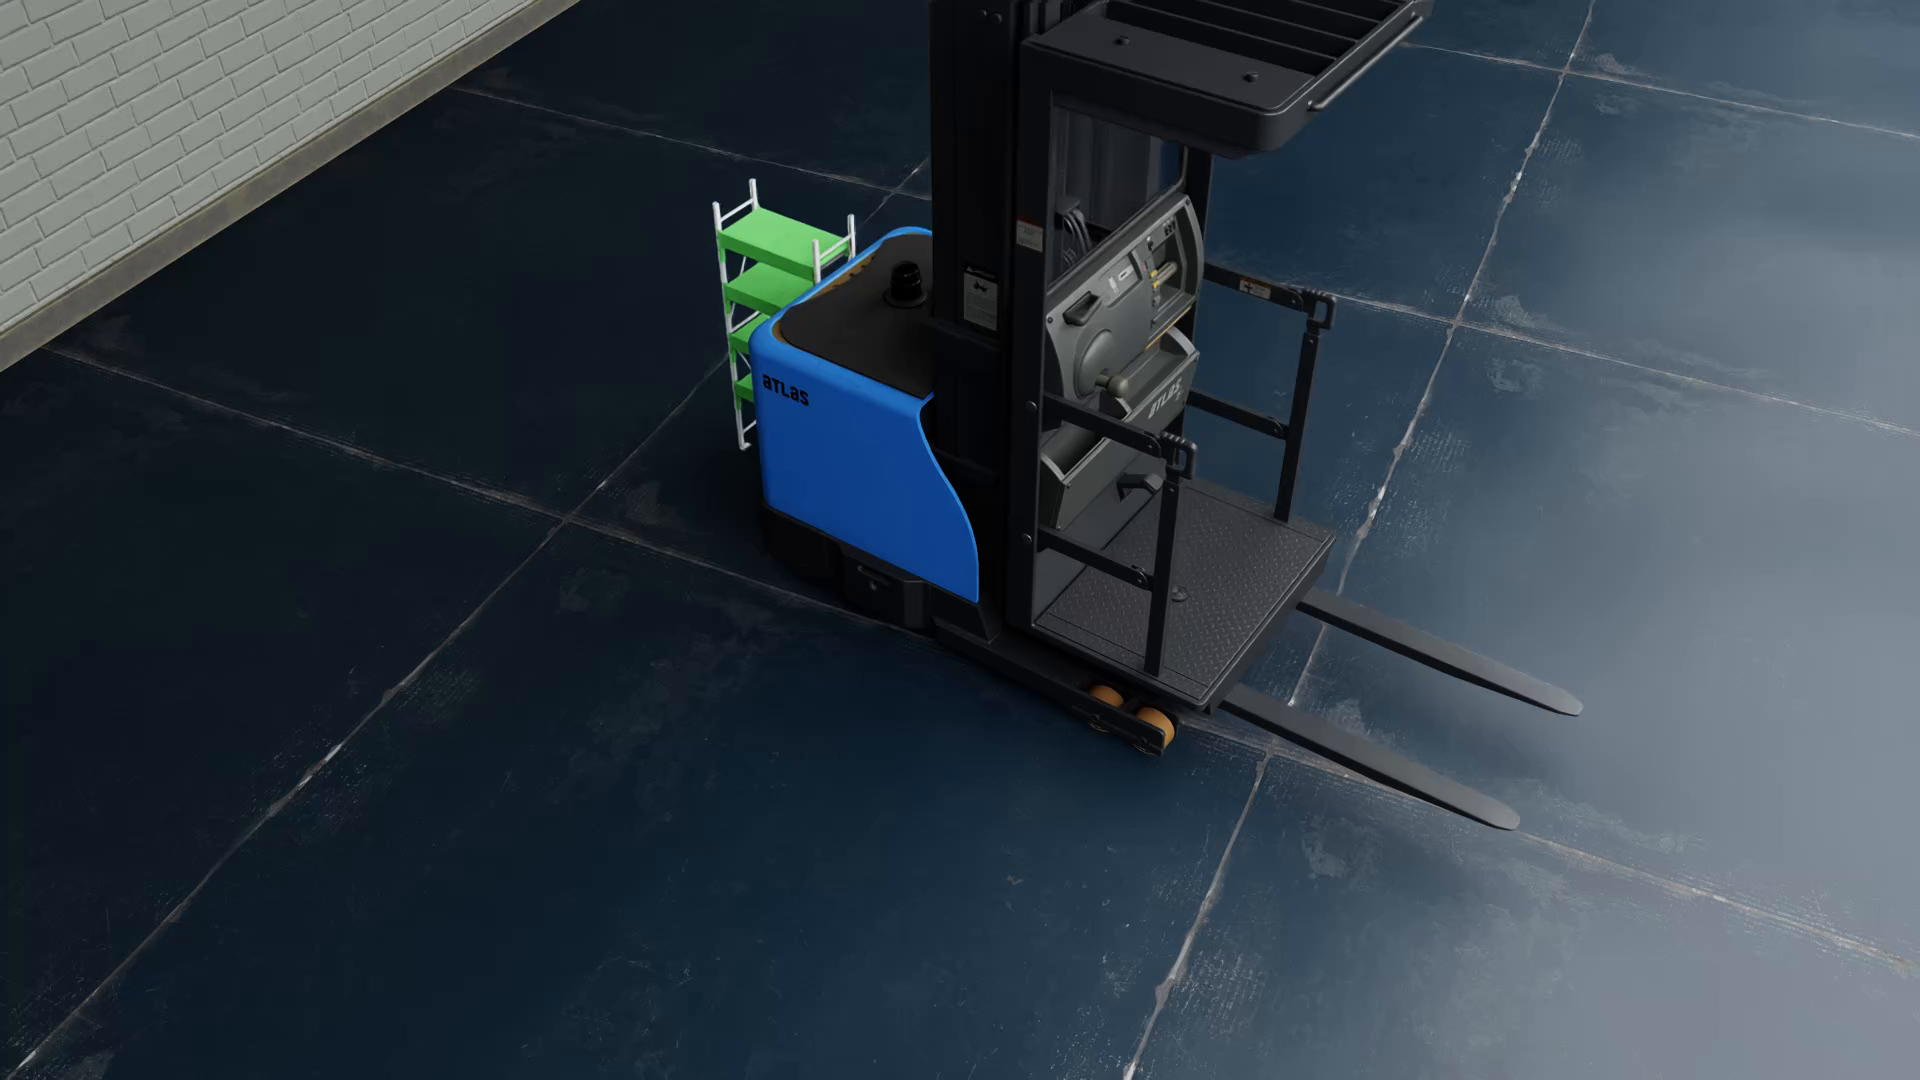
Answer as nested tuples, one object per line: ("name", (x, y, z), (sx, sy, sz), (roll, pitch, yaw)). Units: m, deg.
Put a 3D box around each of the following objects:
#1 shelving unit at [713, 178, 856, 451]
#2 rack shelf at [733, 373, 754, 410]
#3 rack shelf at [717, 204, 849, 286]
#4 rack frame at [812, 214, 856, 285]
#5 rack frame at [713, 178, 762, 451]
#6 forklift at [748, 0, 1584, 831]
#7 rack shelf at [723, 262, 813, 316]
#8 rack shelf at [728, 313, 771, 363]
("shelving unit", (-0.680, -0.816, 6.776), (0.503, 1.200, 0.258), (24, 46, 25))
("rack shelf", (-0.680, -0.587, 6.975), (0.480, 0.148, 0.258), (24, 46, 25))
("rack shelf", (-0.680, -1.131, 6.503), (0.480, 0.148, 0.258), (24, 46, 25))
("rack frame", (-0.479, -0.726, 6.671), (0.015, 1.200, 0.240), (24, 46, 25))
("rack frame", (-0.881, -0.907, 6.880), (0.015, 1.200, 0.240), (24, 46, 25))
("forklift", (0.722, -0.749, 5.377), (3.031, 2.935, 1.130), (24, 46, 25))
("rack shelf", (-0.680, -0.949, 6.660), (0.480, 0.148, 0.258), (24, 46, 25))
("rack shelf", (-0.680, -0.768, 6.818), (0.480, 0.148, 0.258), (24, 46, 25))
